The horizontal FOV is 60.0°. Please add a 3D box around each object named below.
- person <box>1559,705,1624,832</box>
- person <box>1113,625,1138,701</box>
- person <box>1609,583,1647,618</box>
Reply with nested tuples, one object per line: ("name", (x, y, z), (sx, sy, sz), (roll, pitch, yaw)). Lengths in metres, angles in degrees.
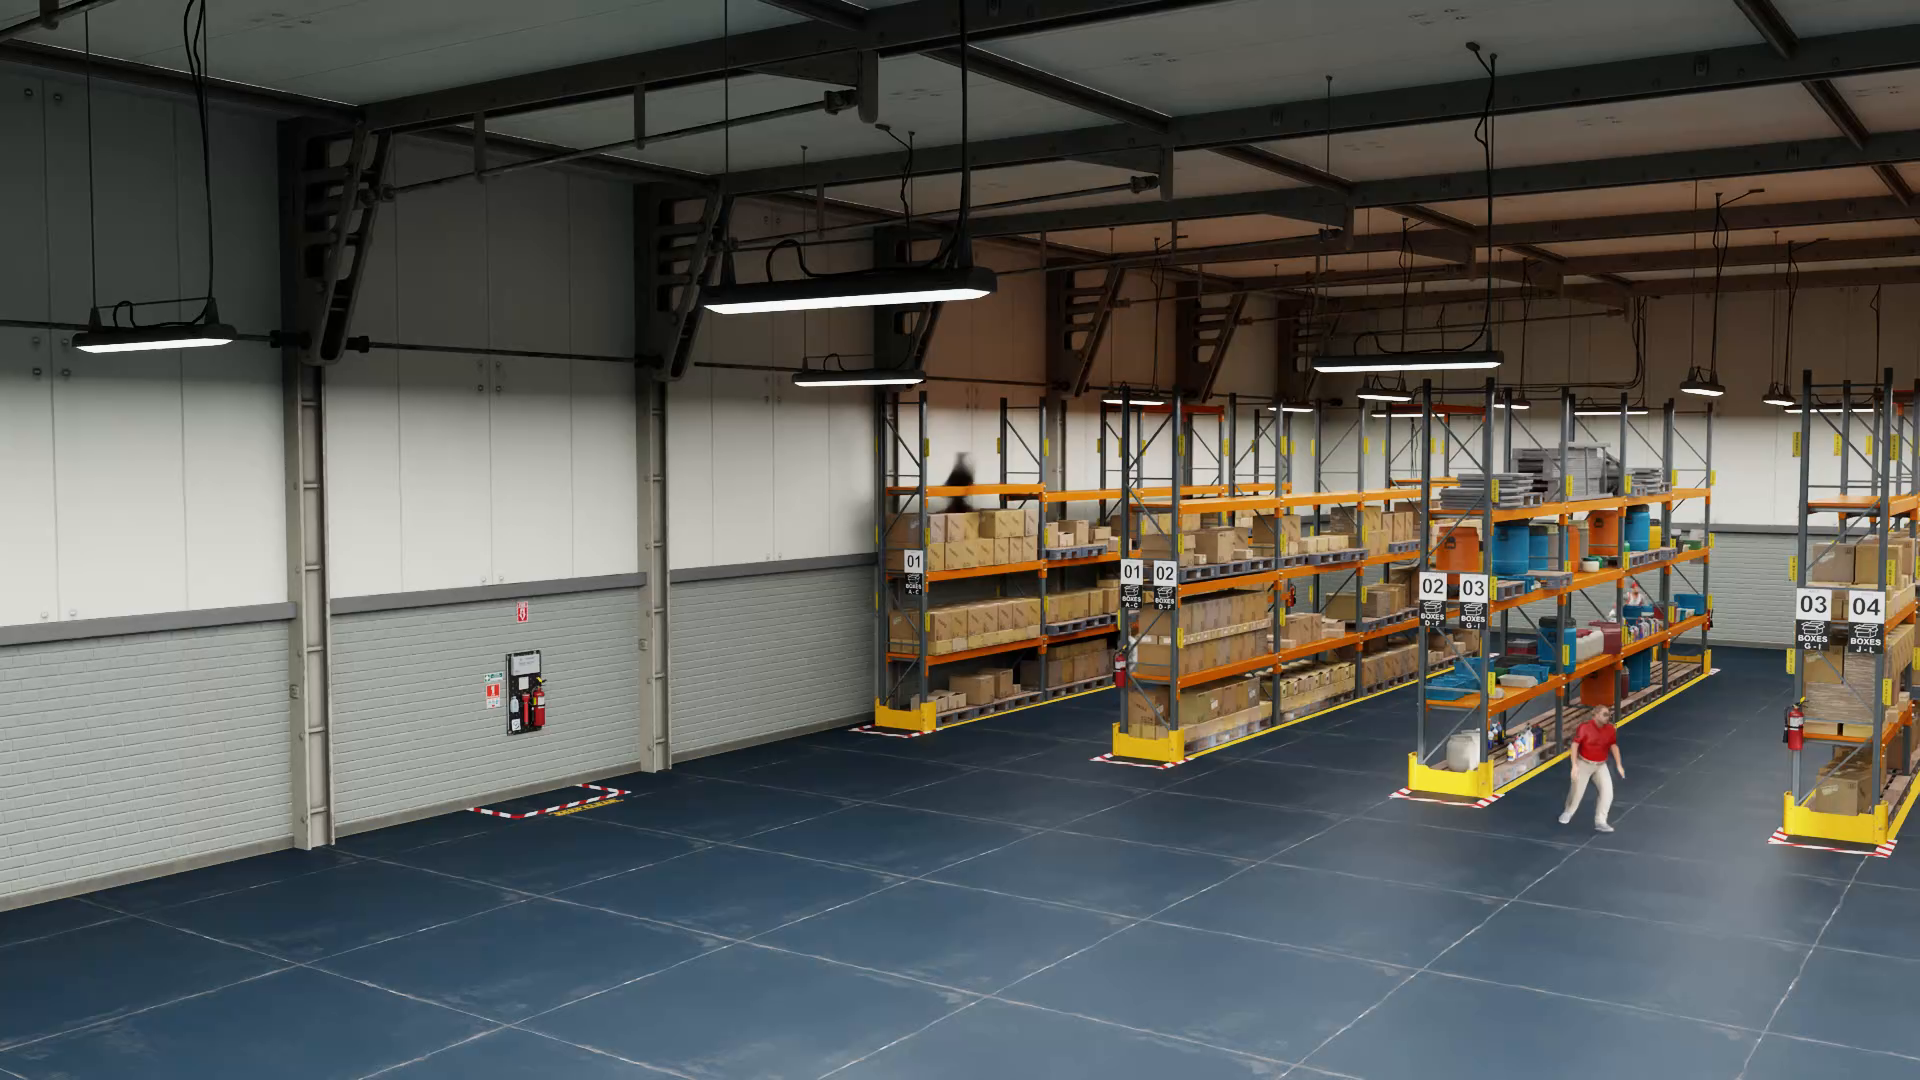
("person", (8.310, 2.963, 21.887), (0.757, 1.653, 0.845), (-1, 3, -10))
("person", (3.229, 2.415, 32.051), (0.620, 1.616, 0.604), (2, 4, 38))
("person", (16.548, 1.902, 41.038), (0.873, 1.709, 0.598), (0, 3, 1))
